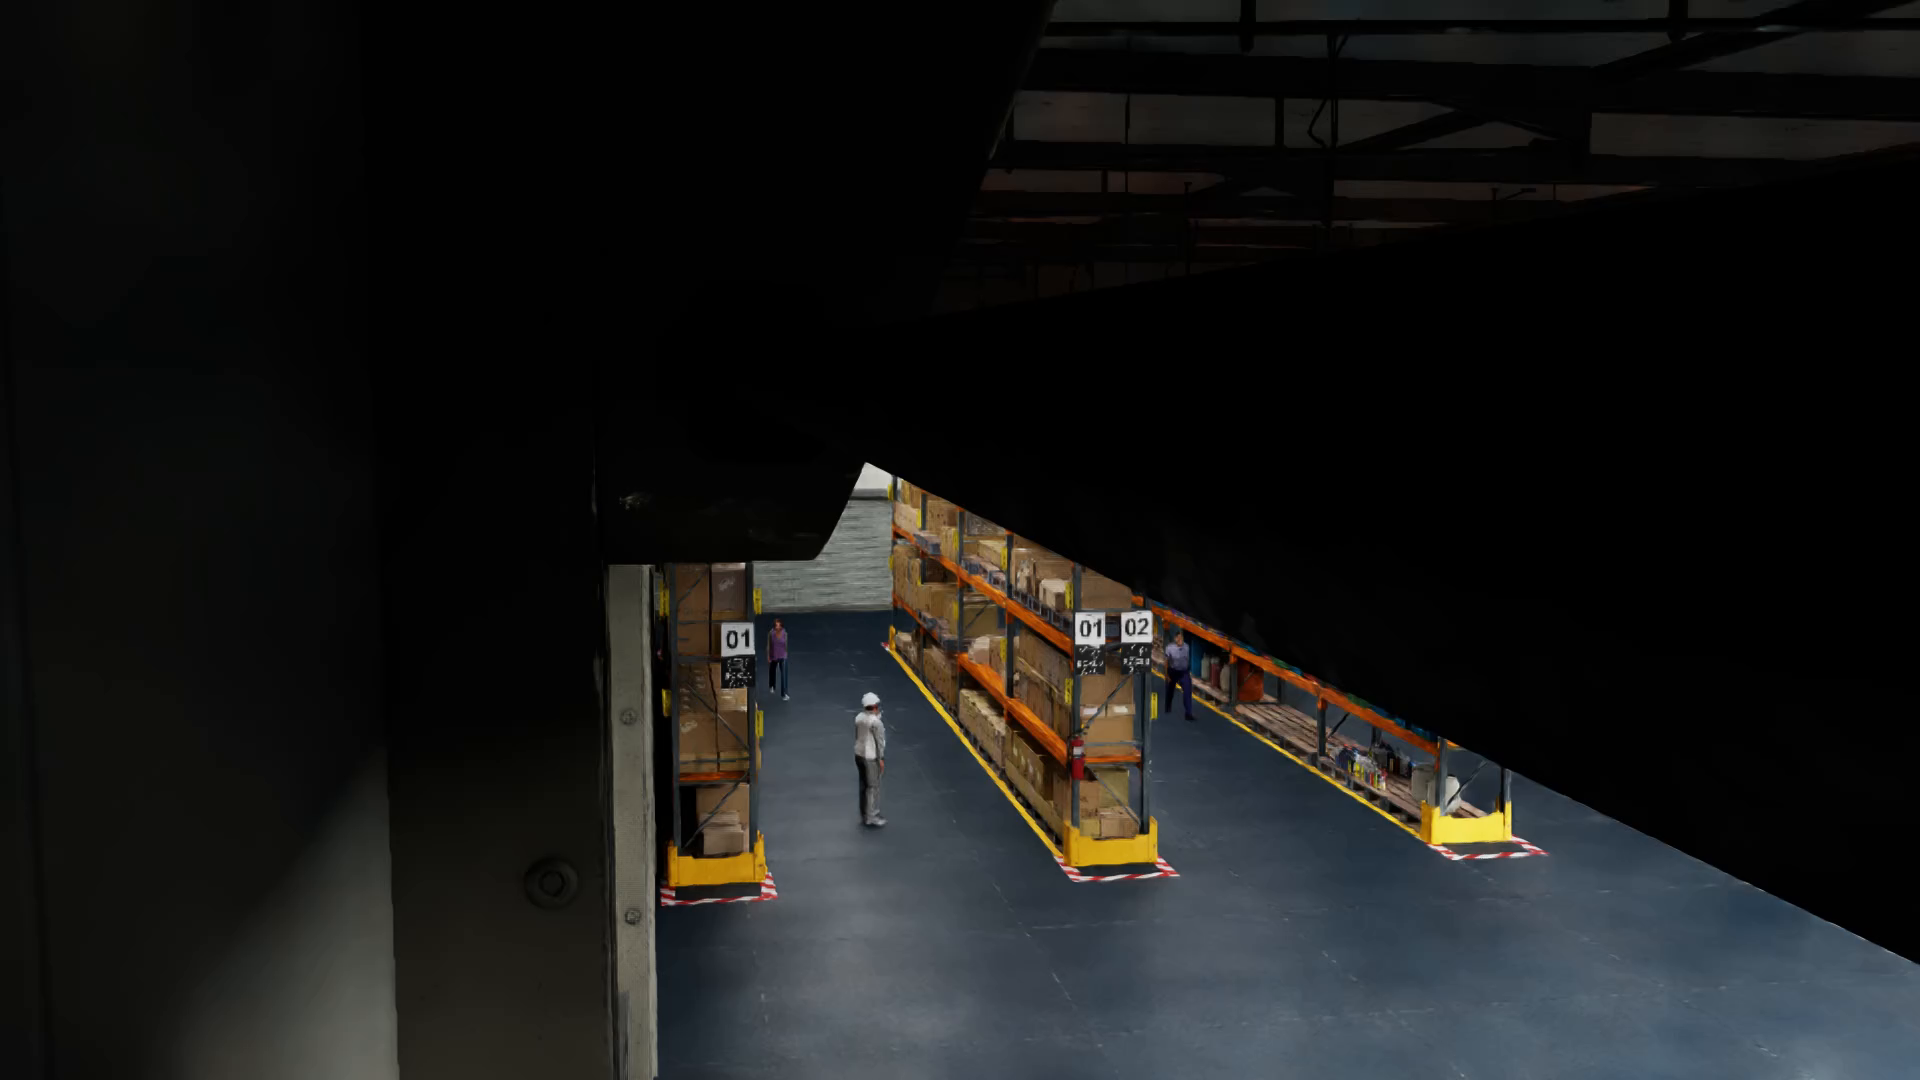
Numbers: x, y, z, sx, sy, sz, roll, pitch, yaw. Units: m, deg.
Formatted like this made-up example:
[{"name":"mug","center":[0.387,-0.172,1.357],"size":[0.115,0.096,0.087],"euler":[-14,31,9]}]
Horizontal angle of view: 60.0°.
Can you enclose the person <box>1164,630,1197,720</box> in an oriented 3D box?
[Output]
[{"name":"person","center":[3.848,2.369,29.410],"size":[0.480,1.541,1.076],"euler":[-1,6,-6]}]

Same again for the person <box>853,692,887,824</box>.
[{"name":"person","center":[-1.198,2.966,22.832],"size":[0.463,1.783,0.601],"euler":[-5,8,-39]}]

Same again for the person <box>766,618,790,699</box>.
[{"name":"person","center":[-3.428,2.193,31.168],"size":[0.419,1.513,1.037],"euler":[-1,6,-12]}]
